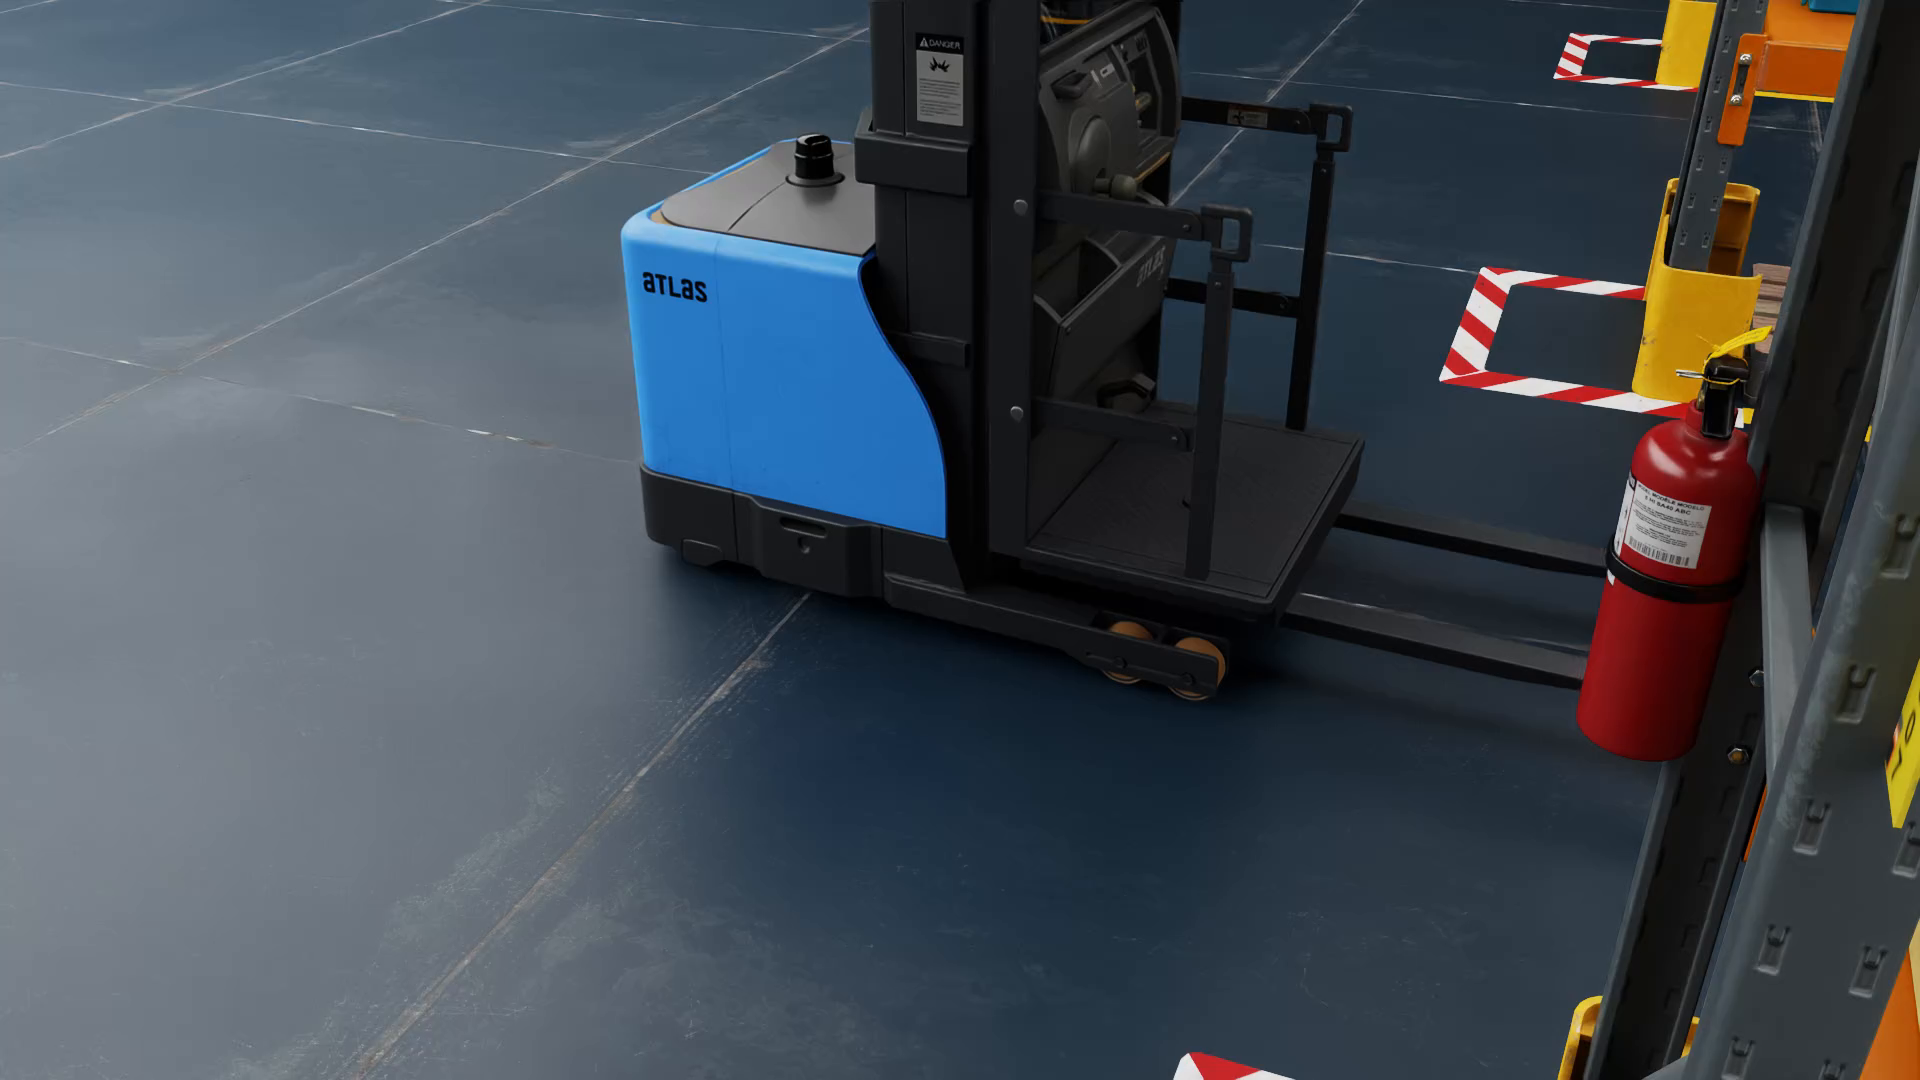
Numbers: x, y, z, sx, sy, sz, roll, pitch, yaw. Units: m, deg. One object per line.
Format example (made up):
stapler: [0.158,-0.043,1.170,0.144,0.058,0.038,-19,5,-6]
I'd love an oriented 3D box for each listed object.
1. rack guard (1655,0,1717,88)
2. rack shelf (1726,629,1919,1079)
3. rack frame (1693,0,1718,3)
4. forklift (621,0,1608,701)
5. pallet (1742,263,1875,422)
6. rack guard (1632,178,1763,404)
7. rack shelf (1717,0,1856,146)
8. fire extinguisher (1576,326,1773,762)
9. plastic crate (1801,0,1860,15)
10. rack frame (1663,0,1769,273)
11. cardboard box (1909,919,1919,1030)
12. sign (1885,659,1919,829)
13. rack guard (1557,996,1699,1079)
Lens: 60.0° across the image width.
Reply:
rack guard: [4.640,-3.247,10.486,0.348,0.500,1.175,11,31,19]
rack shelf: [2.787,0.869,1.395,4.000,0.370,1.077,11,31,19]
rack frame: [4.662,-4.330,9.863,0.127,3.000,1.000,11,31,19]
forklift: [0.587,-1.142,4.291,3.031,2.935,1.130,13,32,22]
pallet: [3.635,-0.713,6.298,1.213,0.211,1.003,11,31,19]
rack guard: [2.884,-0.992,6.497,0.348,0.500,1.175,11,31,19]
rack shelf: [4.649,-1.389,5.391,4.000,0.370,1.077,11,31,19]
fire extinguisher: [1.001,-0.012,2.301,0.183,0.674,0.296,11,31,19]
plastic crate: [3.372,-2.052,5.983,0.616,0.251,0.499,11,31,19]
rack frame: [2.796,-2.073,5.869,0.127,3.000,1.000,11,31,19]
cardboard box: [1.108,0.457,1.649,0.250,0.149,0.380,11,31,19]
sign: [0.730,0.056,1.222,0.005,0.325,0.100,11,31,19]
rack guard: [1.004,1.288,2.463,0.348,0.500,1.175,11,31,19]
